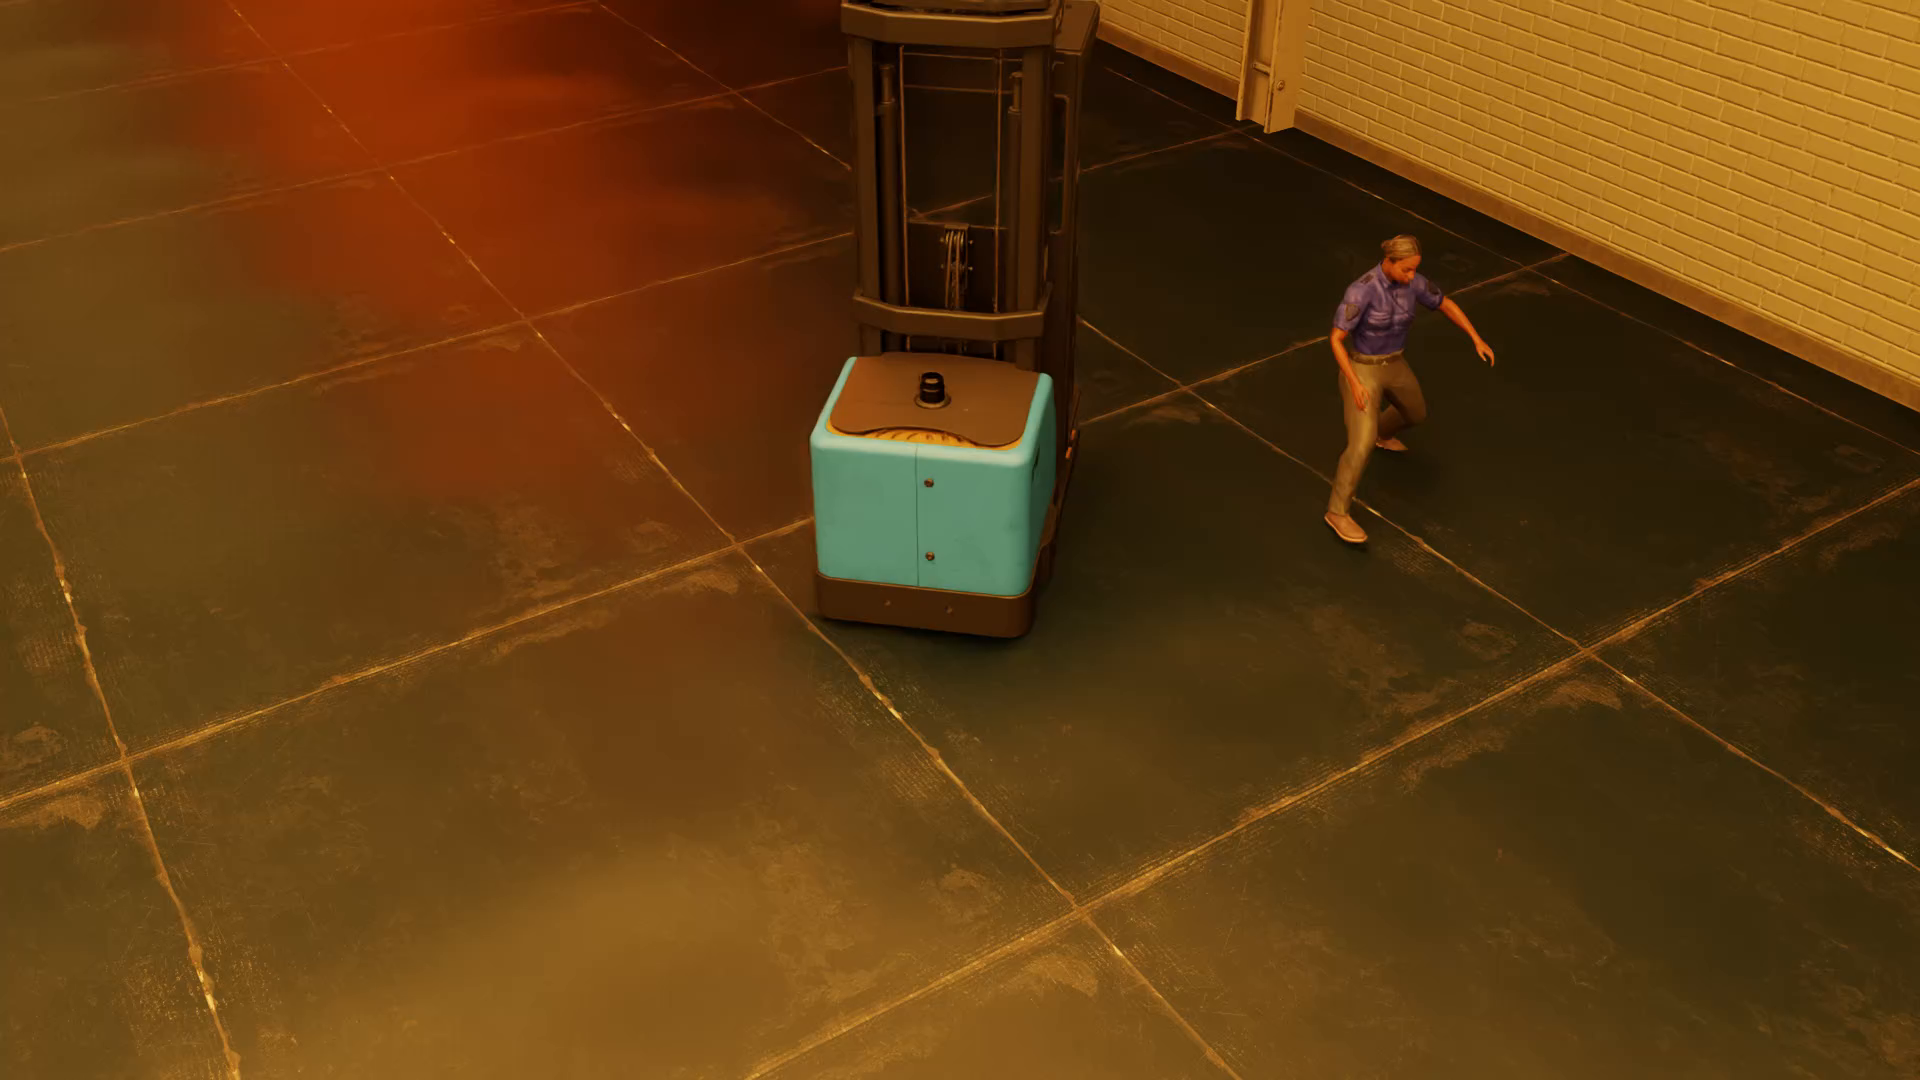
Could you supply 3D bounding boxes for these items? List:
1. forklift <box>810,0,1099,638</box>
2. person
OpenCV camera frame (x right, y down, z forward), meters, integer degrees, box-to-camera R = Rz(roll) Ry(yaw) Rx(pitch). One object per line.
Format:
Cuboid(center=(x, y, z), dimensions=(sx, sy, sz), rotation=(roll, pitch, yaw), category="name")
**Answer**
Cuboid(center=(0.067, -1.574, 8.387), dimensions=(1.130, 2.935, 3.031), rotation=(6, 36, 8), category="forklift")
Cuboid(center=(2.252, -0.869, 8.696), dimensions=(0.943, 1.531, 0.902), rotation=(-16, 38, -21), category="person")
